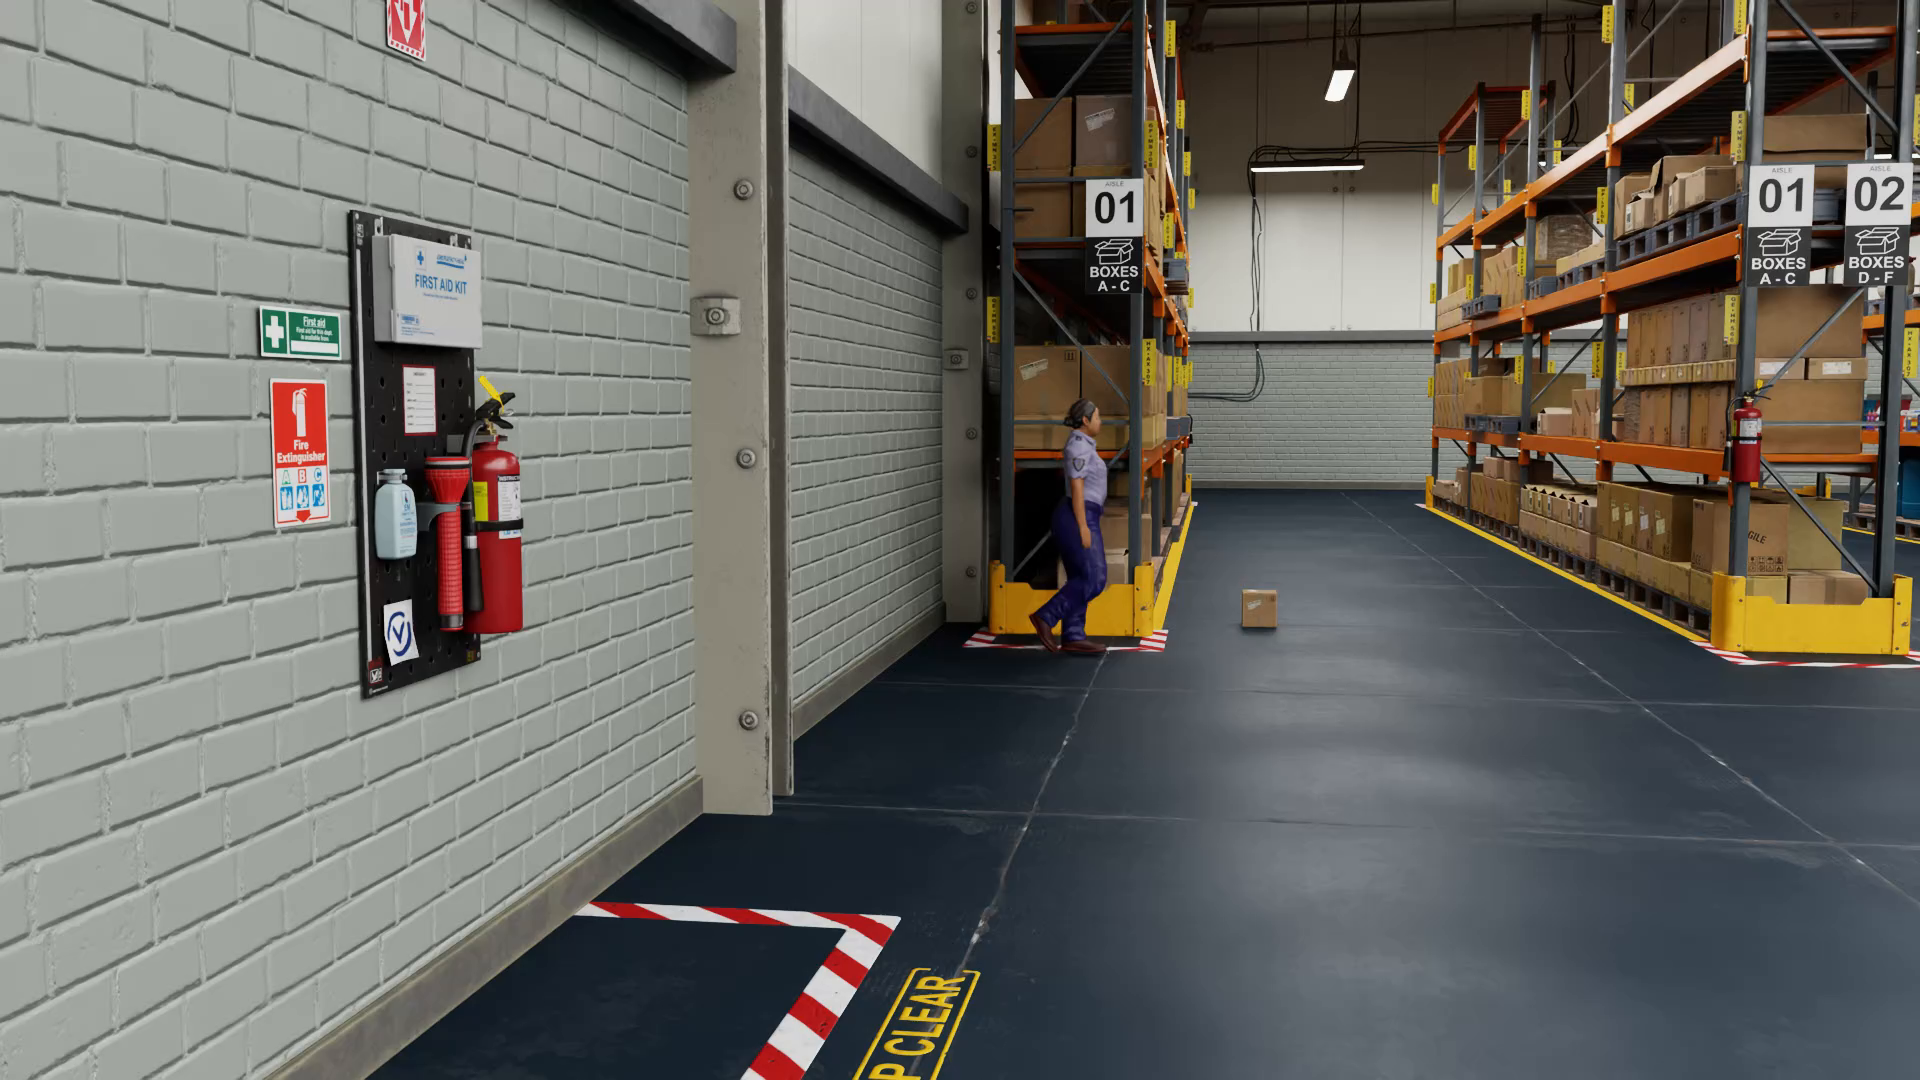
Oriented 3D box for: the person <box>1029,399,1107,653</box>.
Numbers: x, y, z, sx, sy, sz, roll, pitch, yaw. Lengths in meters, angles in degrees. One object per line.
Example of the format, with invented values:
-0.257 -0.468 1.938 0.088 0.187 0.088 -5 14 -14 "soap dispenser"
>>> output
0.700 -0.077 10.736 0.514 1.630 0.503 0 5 1 "person"
